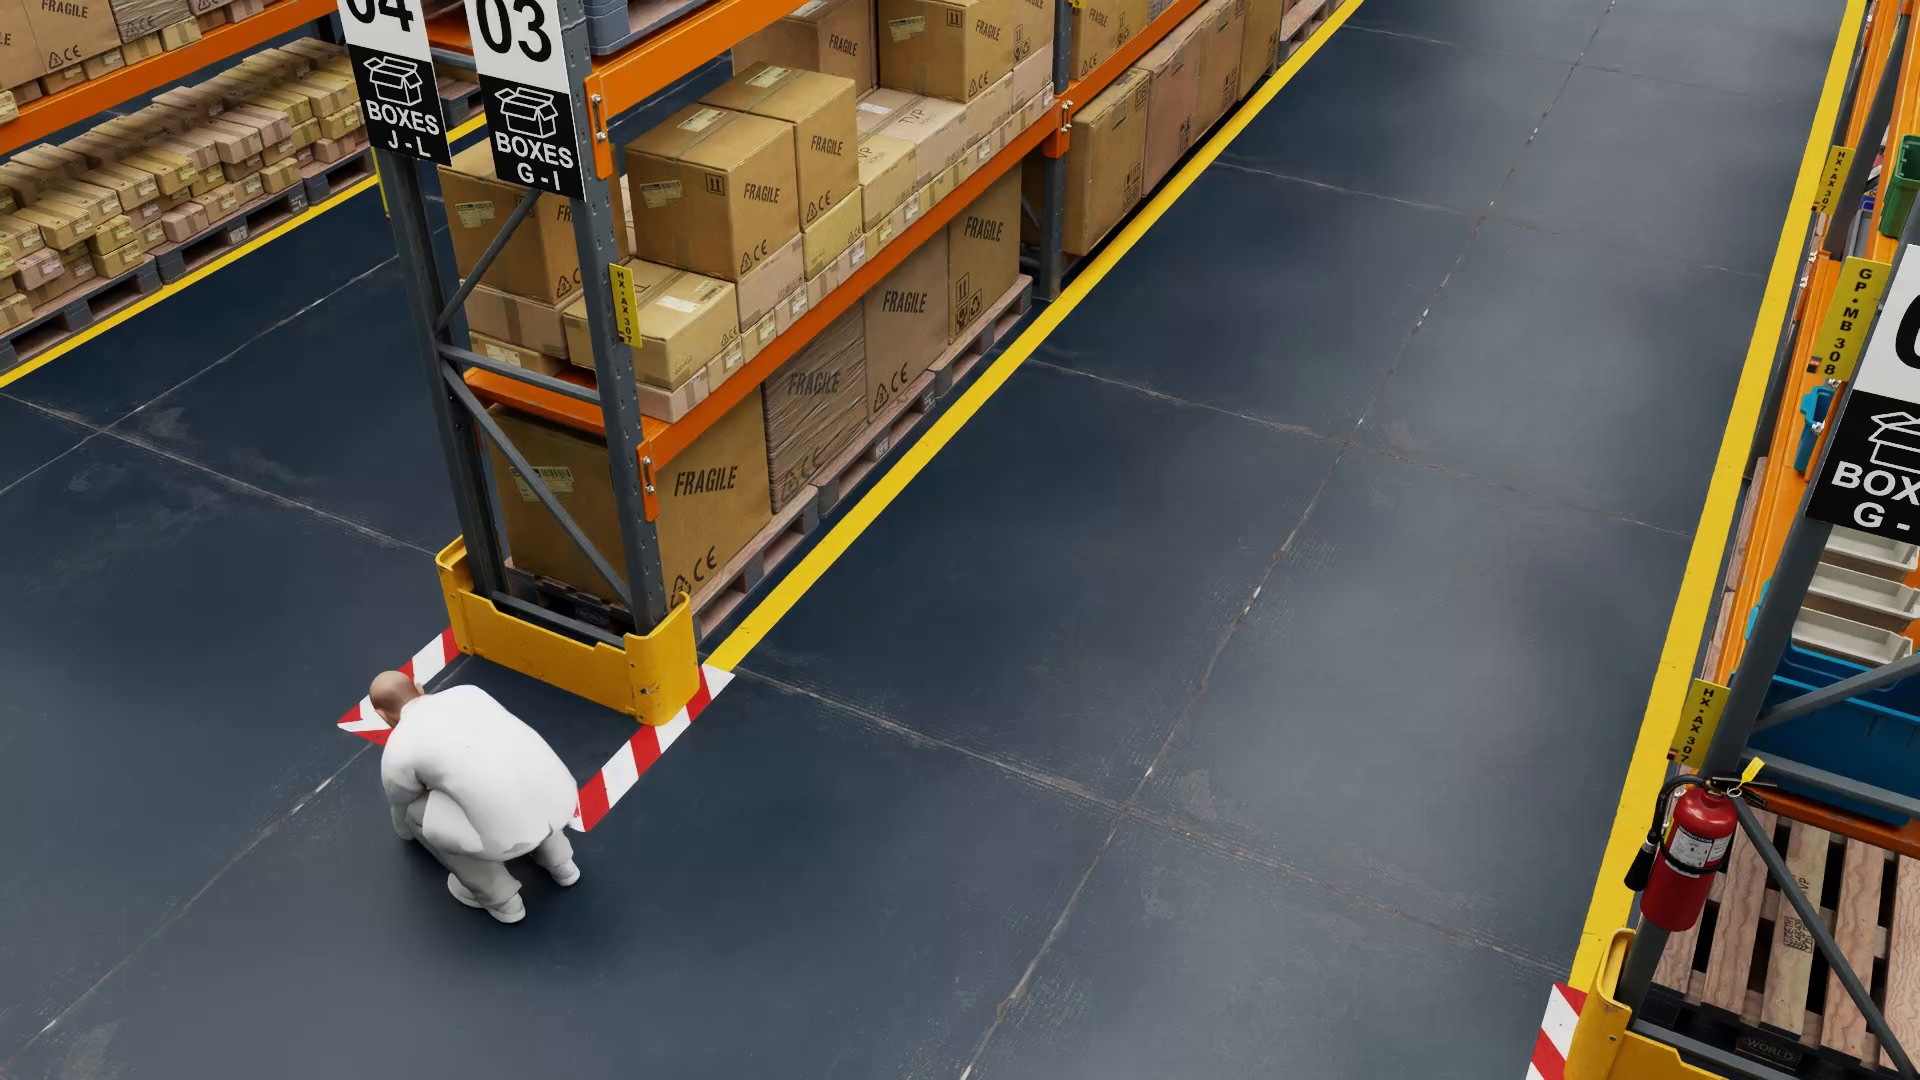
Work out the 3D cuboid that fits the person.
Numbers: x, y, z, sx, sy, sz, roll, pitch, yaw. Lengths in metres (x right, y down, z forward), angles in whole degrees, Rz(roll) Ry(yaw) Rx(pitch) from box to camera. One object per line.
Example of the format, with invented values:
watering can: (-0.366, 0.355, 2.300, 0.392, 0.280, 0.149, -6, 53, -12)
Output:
person: (-1.851, 0.962, 6.352, 0.945, 0.825, 0.578, 27, 45, 31)
